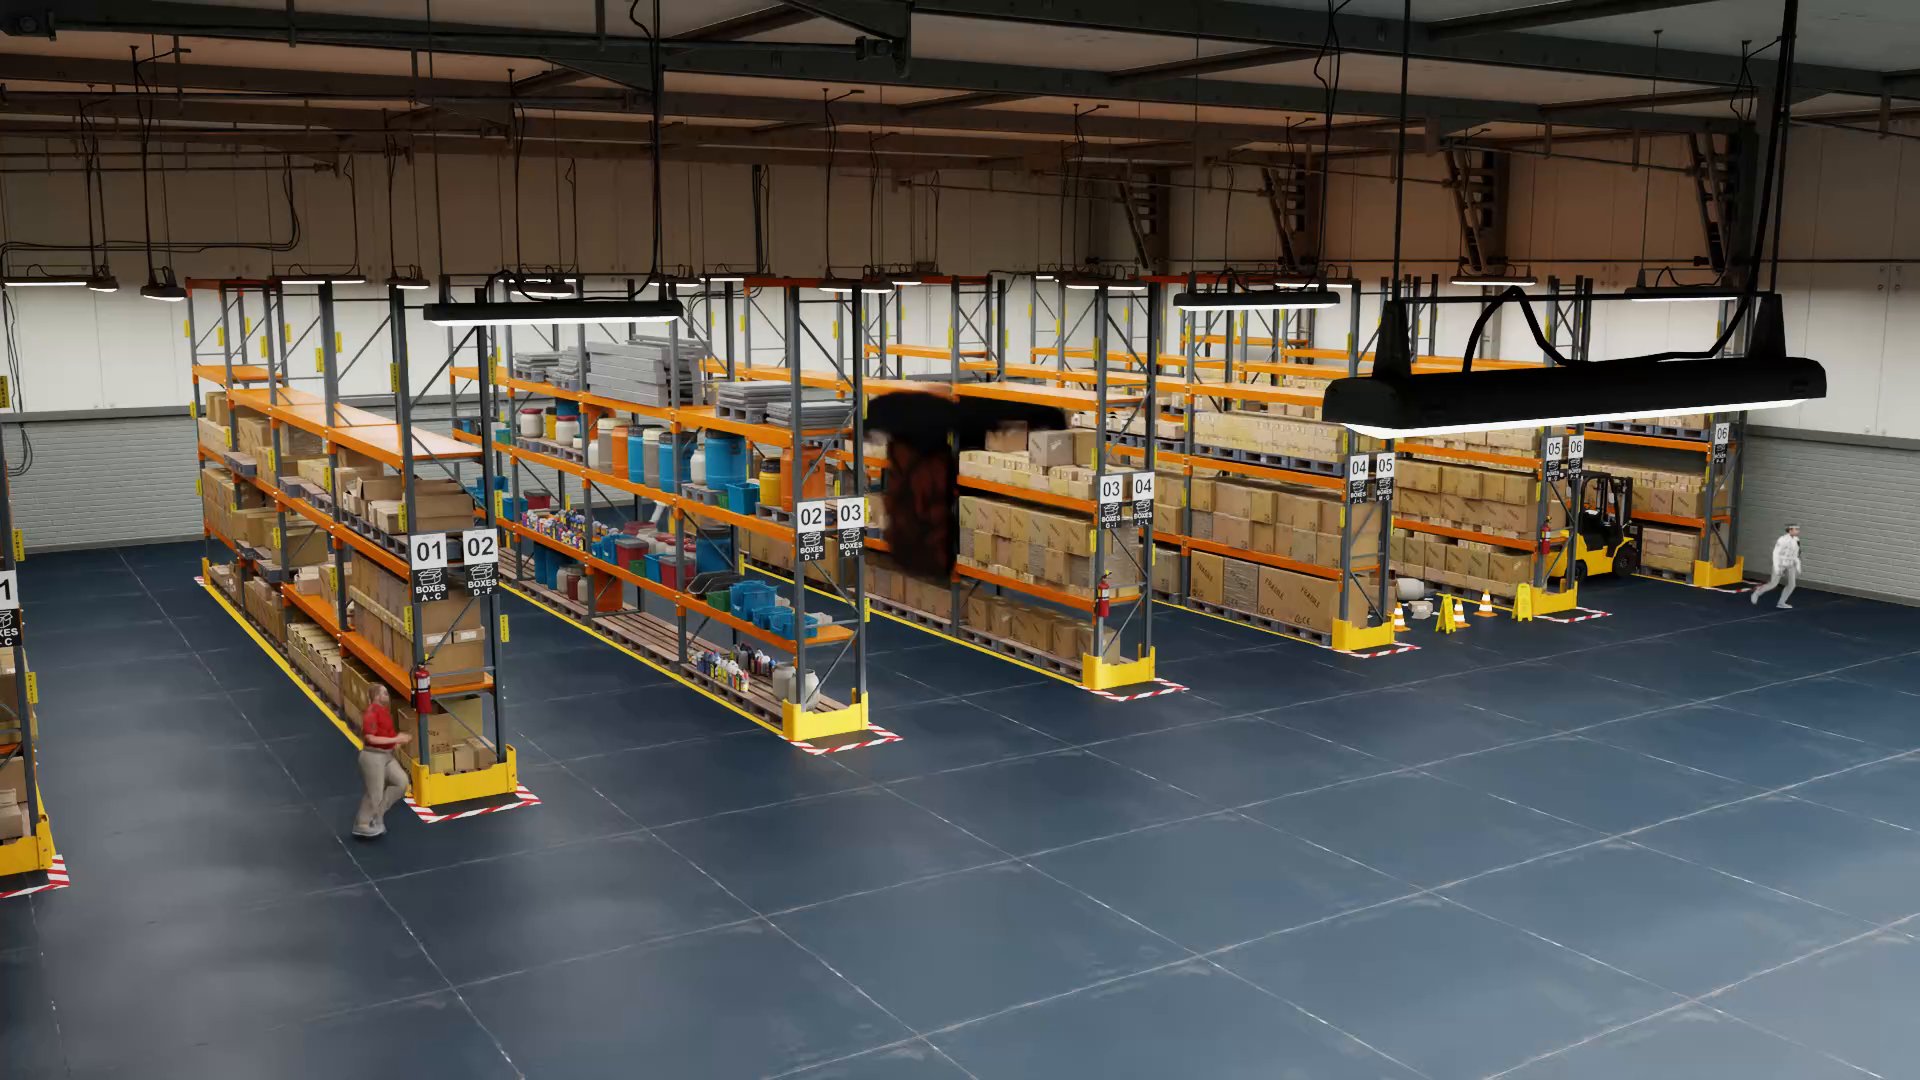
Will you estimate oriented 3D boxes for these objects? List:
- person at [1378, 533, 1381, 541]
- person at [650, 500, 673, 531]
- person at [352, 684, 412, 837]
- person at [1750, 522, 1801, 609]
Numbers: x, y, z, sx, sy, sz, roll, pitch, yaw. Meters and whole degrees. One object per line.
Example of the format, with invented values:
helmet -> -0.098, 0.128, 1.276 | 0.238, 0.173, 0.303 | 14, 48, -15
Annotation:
person -> 9.185, -0.446, 35.974 | 1.008, 1.581, 0.673 | 7, 12, 38
person -> -6.921, -1.040, 38.984 | 0.822, 1.759, 0.738 | -1, 10, -5
person -> -6.384, 2.443, 18.459 | 0.697, 1.719, 0.664 | 0, 10, 3
person -> 15.018, 0.439, 30.530 | 0.709, 1.610, 0.650 | -4, 10, -22
